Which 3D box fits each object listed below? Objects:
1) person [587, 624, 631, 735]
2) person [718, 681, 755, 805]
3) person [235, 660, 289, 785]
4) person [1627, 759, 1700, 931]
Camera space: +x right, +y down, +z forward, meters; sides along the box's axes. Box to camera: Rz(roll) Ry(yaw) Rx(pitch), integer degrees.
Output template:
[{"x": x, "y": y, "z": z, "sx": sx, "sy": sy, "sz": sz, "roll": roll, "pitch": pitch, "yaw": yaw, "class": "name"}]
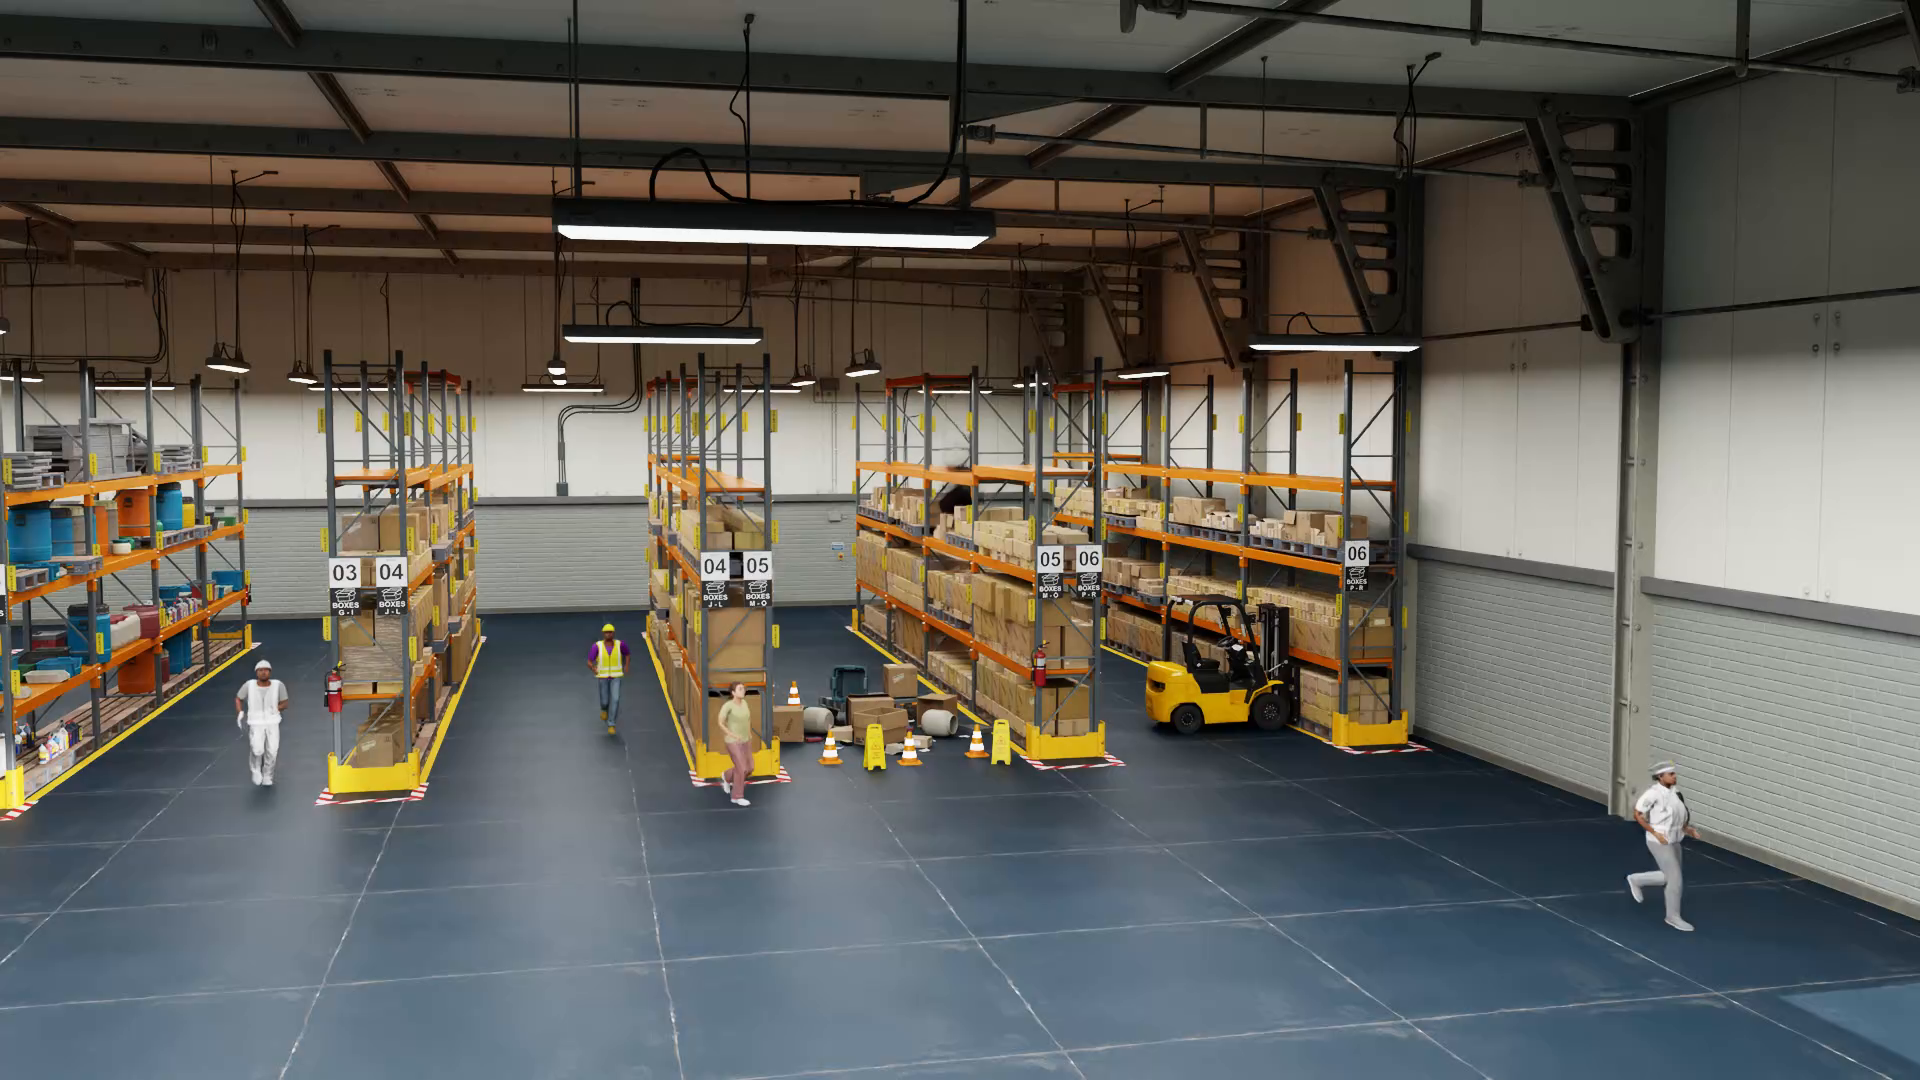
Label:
[{"x": -5.727, "y": 2.249, "z": 27.180, "sx": 0.707, "sy": 1.762, "sz": 0.891, "roll": -1, "pitch": 4, "yaw": -14, "class": "person"}, {"x": -2.980, "y": 2.668, "z": 22.005, "sx": 0.571, "sy": 1.635, "sz": 0.610, "roll": 3, "pitch": 5, "yaw": 35, "class": "person"}, {"x": -9.556, "y": 2.526, "z": 22.820, "sx": 0.668, "sy": 1.738, "sz": 0.634, "roll": -2, "pitch": 4, "yaw": -27, "class": "person"}, {"x": 7.030, "y": 3.021, "z": 16.686, "sx": 0.577, "sy": 1.686, "sz": 0.738, "roll": -3, "pitch": 5, "yaw": -37, "class": "person"}]
